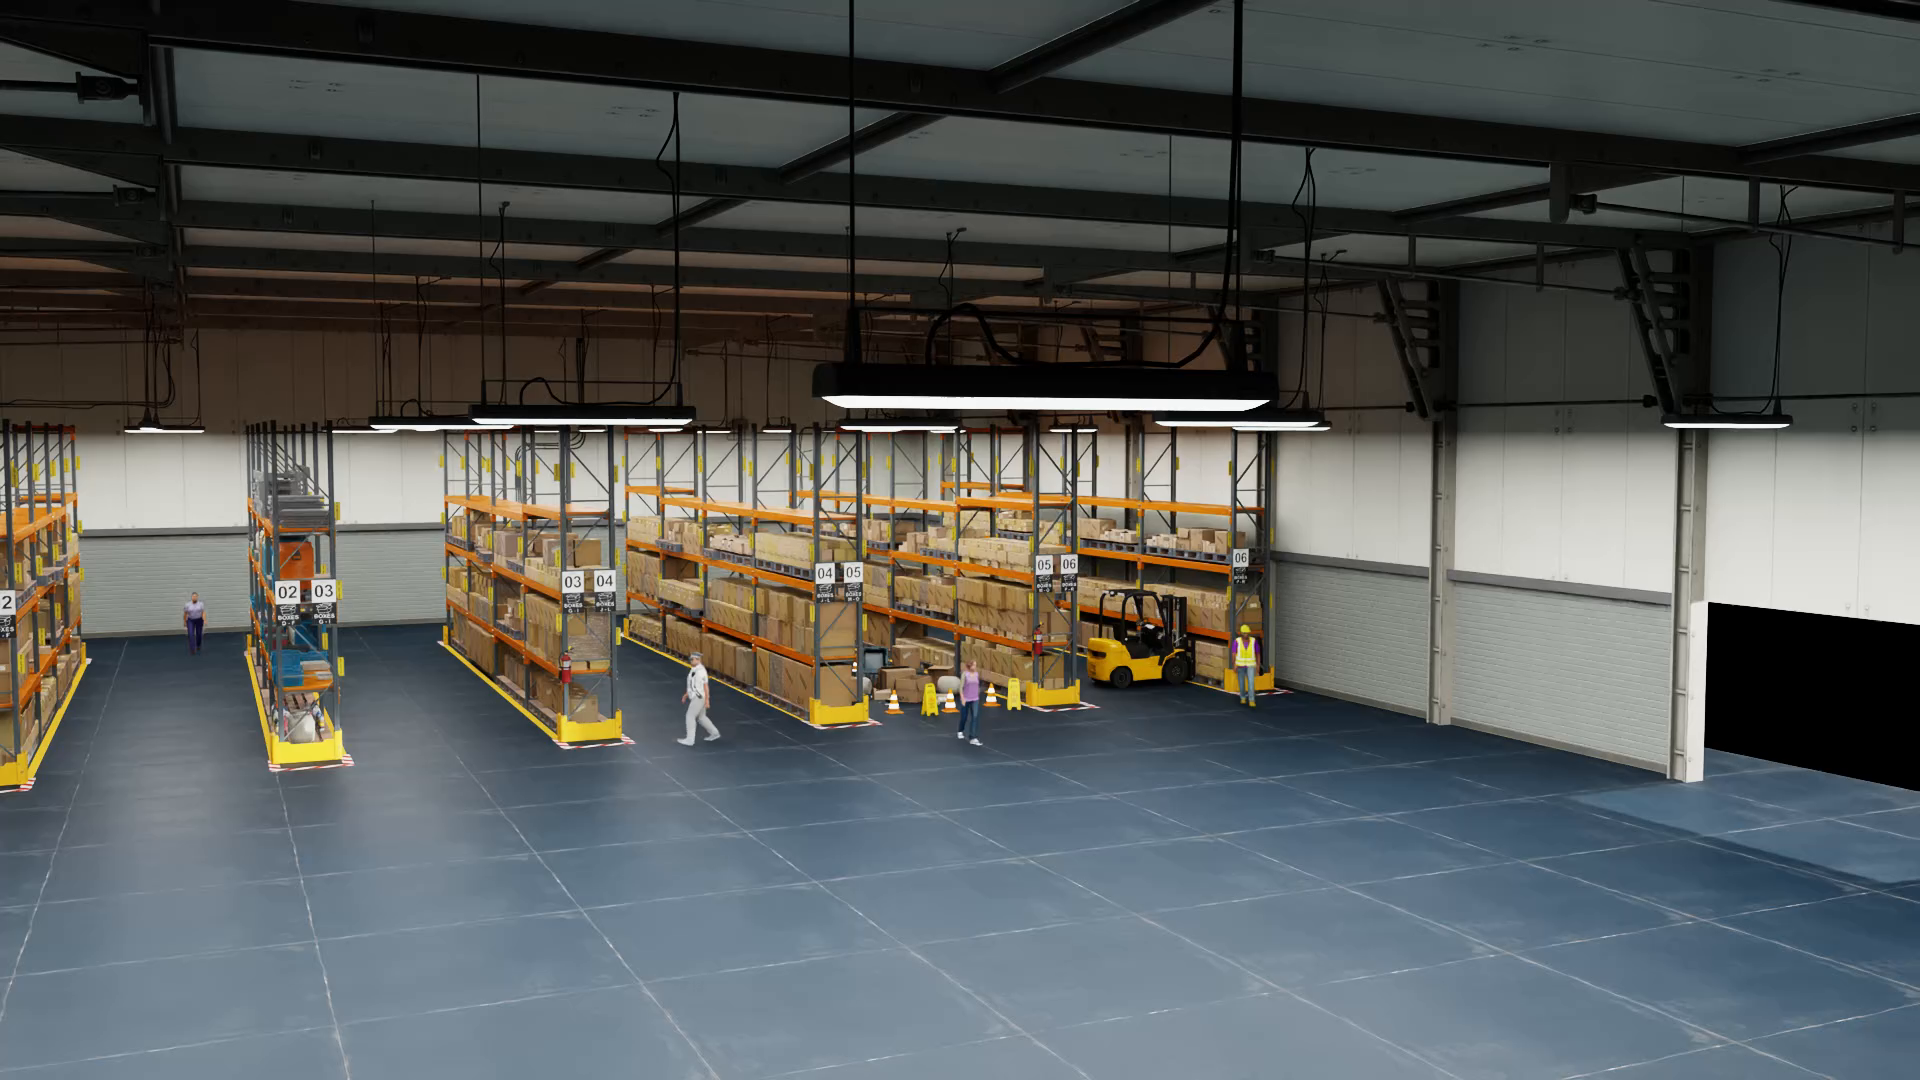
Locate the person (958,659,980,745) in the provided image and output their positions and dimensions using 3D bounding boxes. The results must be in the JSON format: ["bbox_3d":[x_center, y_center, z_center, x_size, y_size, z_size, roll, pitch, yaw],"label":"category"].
[{"bbox_3d":[0.196,3.002,31.020,0.503,1.563,0.789,-2,4,-29],"label":"person"}]

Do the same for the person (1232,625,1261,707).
[{"bbox_3d":[6.017,2.647,35.015,0.595,1.711,1.029,1,4,13],"label":"person"}]

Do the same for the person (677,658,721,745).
[{"bbox_3d":[-4.880,2.950,31.012,0.844,1.683,0.579,-1,4,-14],"label":"person"}]

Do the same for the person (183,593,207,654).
[{"bbox_3d":[-20.165,2.181,43.820,0.561,1.573,1.034,-2,4,-26],"label":"person"}]
